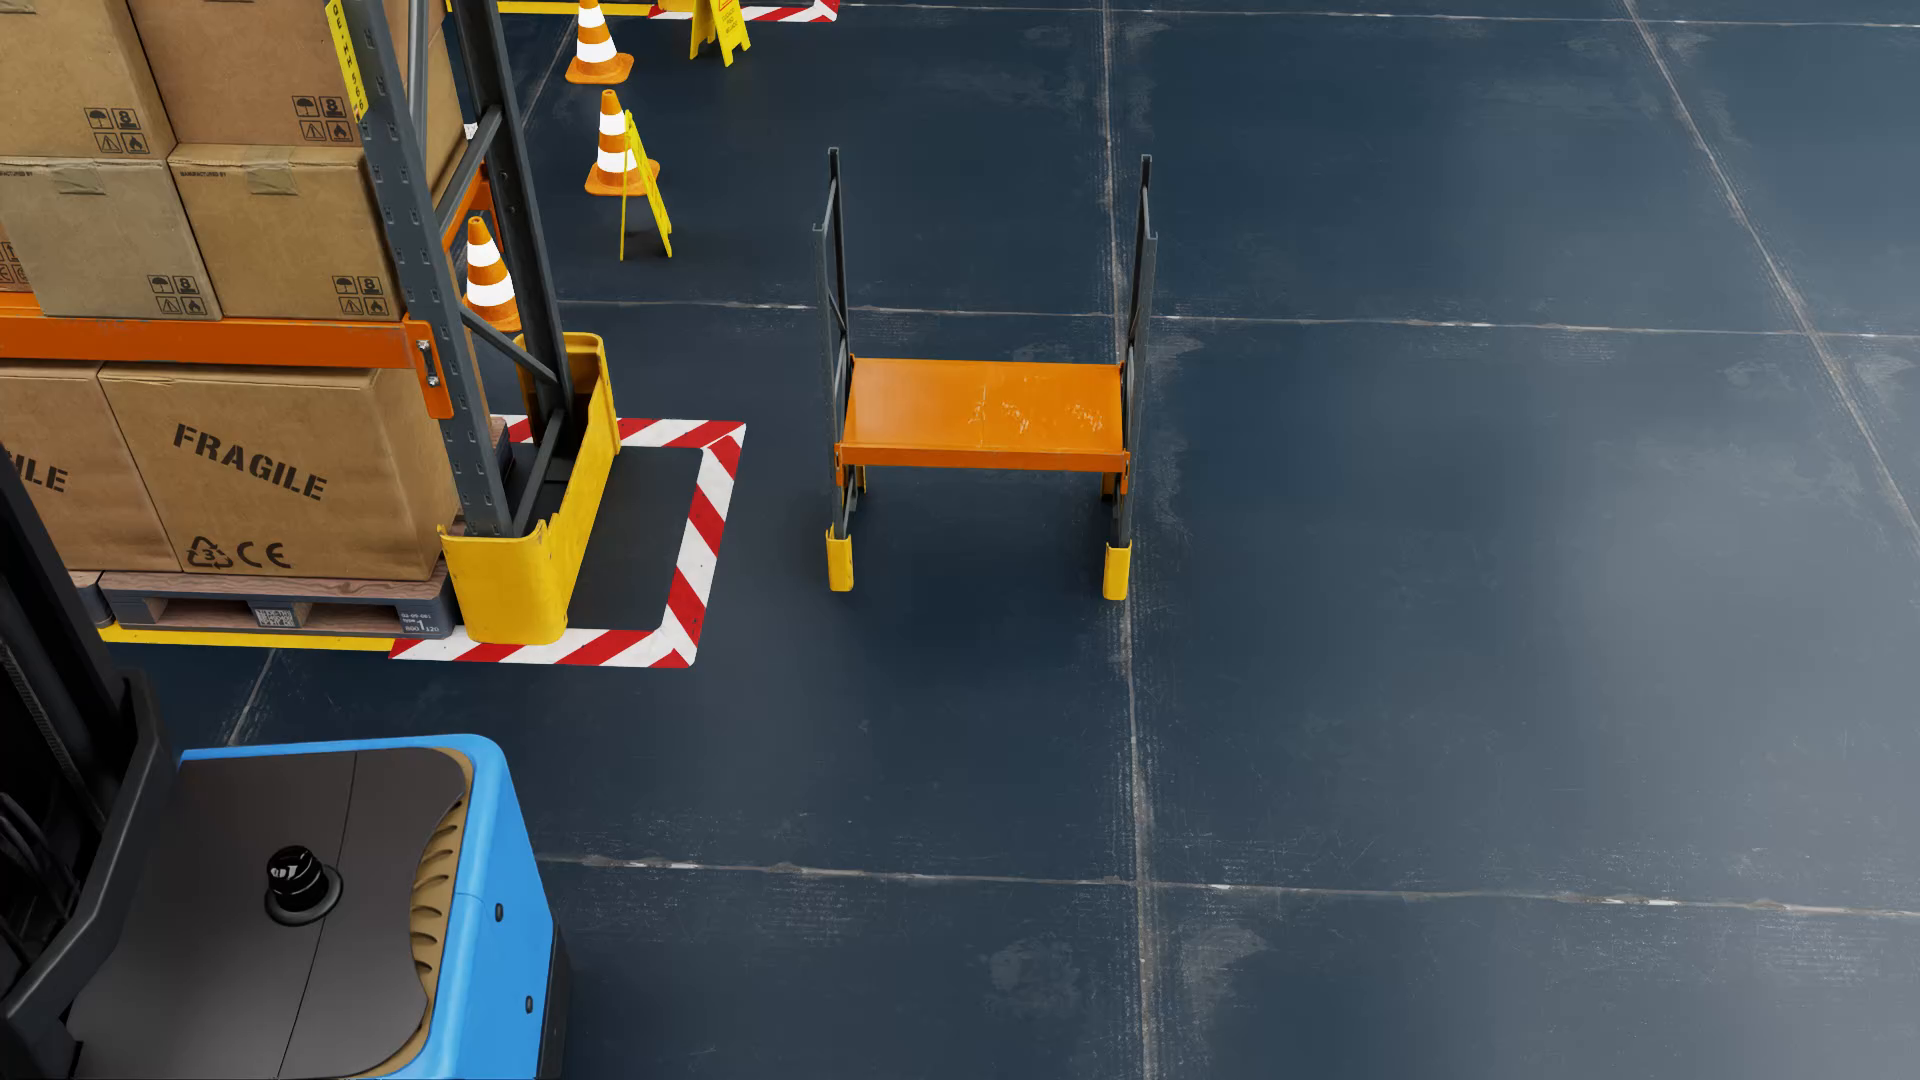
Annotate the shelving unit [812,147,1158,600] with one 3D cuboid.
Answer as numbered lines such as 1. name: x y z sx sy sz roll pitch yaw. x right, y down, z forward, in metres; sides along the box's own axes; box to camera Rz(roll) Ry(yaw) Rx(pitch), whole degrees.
1. shelving unit: 0.076 -0.546 5.736 1.083 1.500 0.587 2 43 2

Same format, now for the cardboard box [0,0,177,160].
1. cardboard box: -2.500 -1.571 4.834 0.550 0.550 0.875 2 43 2

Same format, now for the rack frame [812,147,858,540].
1. rack frame: -0.423 -0.562 5.753 0.032 1.500 0.500 2 43 2

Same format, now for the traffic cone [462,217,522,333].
1. traffic cone: -2.044 -1.184 7.182 0.334 0.463 0.336 2 43 2

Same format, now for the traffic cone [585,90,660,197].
1. traffic cone: -1.654 -1.943 7.997 0.334 0.463 0.336 2 43 2

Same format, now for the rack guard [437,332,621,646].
1. rack guard: -1.554 -0.214 6.113 0.348 0.500 1.175 2 43 2

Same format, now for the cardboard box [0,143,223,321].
1. cardboard box: -2.501 -1.167 5.192 0.550 0.550 0.875 2 43 2

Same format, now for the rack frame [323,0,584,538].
1. rack frame: -1.578 -1.129 5.262 0.127 3.000 1.000 2 43 2

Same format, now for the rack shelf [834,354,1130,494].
1. rack shelf: 0.085 -0.415 5.859 1.000 0.185 0.538 2 43 2

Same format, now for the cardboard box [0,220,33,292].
1. cardboard box: -3.055 -1.269 5.302 0.550 0.550 0.875 2 43 2

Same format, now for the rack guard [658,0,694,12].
1. rack guard: -1.531 -3.591 9.738 0.348 0.500 1.175 2 43 2

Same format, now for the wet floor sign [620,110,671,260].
1. wet floor sign: -1.459 -1.615 7.511 0.232 0.644 0.267 -5 43 -5

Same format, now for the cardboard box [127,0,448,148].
1. cardboard box: -1.947 -1.617 4.883 0.550 0.550 0.875 2 43 2

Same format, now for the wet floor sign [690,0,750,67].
1. wet floor sign: -1.314 -2.907 8.897 0.232 0.644 0.267 16 45 16

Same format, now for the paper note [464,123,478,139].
1. paper note: -2.490 -2.090 8.471 0.142 0.019 0.148 -12 44 -13

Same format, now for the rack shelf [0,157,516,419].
1. rack shelf: -3.576 -0.928 5.573 4.000 0.370 1.077 2 43 2

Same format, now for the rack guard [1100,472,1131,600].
1. rack guard: 0.574 -0.074 6.146 0.087 0.250 0.587 2 43 2

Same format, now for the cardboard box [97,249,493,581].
1. cardboard box: -2.258 -0.481 5.817 0.875 0.875 0.875 2 43 2

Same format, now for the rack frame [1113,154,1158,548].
1. rack frame: 0.593 -0.531 5.719 0.032 1.500 0.500 2 43 2

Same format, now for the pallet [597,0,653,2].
1. pallet: -2.341 -3.534 9.889 1.213 0.211 1.003 2 43 2

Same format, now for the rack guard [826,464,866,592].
1. rack guard: -0.421 -0.104 6.179 0.087 0.250 0.587 2 43 2

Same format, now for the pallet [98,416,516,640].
1. pallet: -2.380 -0.080 6.181 1.213 0.211 1.003 2 43 2

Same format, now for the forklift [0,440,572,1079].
1. forklift: -2.599 0.598 3.458 3.031 2.935 1.130 -3 43 -3

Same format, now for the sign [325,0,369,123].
1. sign: -1.616 -1.271 4.390 0.005 0.325 0.100 2 43 2

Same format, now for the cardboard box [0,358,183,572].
1. cardboard box: -3.137 -0.507 5.844 0.875 0.875 0.875 1 43 1

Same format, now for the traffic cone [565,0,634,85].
1. traffic cone: -1.943 -2.710 8.819 0.334 0.463 0.336 2 43 2

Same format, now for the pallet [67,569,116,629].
1. pallet: -3.595 -0.120 6.224 1.213 0.211 1.003 2 43 2

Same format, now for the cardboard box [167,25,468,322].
1. cardboard box: -1.950 -1.165 5.190 0.550 0.550 0.875 2 43 2
